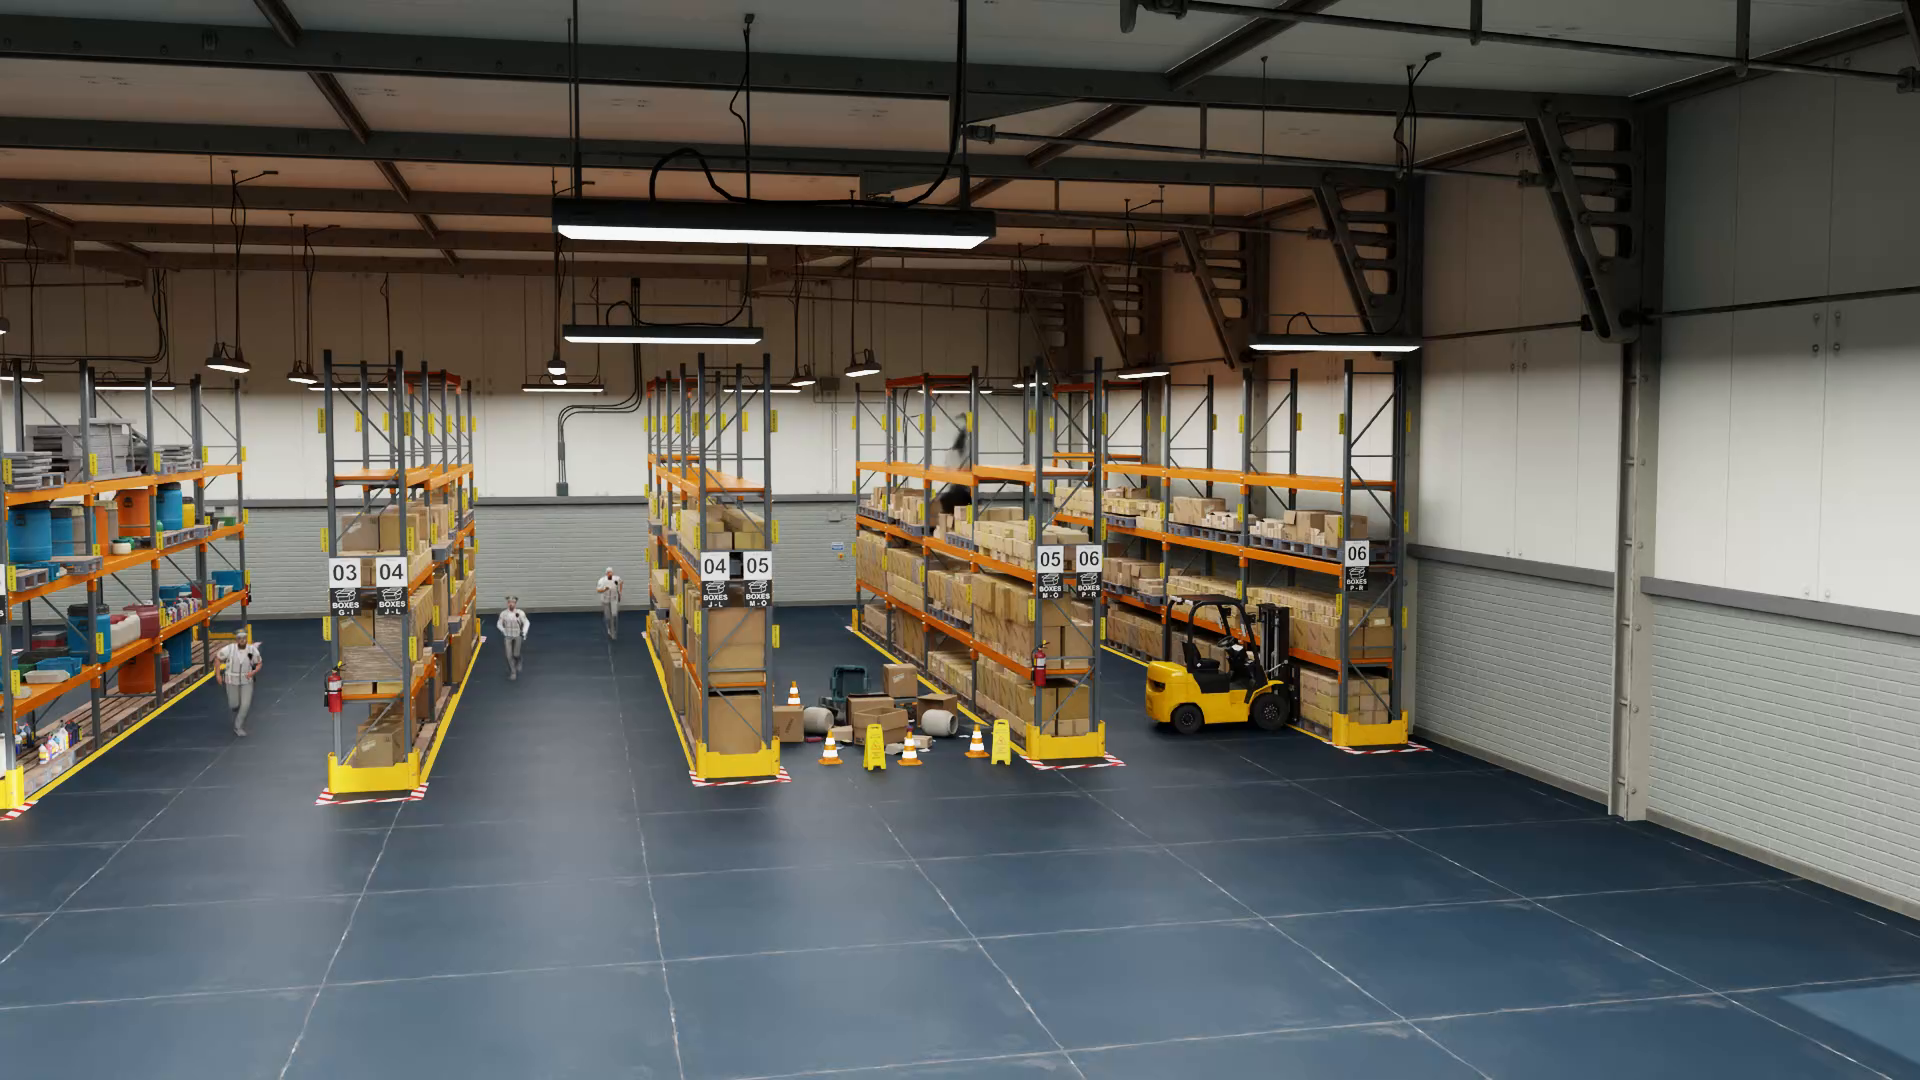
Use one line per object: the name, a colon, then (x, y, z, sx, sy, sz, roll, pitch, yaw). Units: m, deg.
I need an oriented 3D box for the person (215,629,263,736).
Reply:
person: (-11.647, 2.289, 26.878, 0.703, 1.739, 0.702, -2, 4, -27)

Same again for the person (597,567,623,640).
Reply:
person: (-8.194, 1.487, 38.951, 0.586, 1.730, 0.837, -1, 4, -9)

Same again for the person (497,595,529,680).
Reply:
person: (-8.793, 1.910, 32.684, 0.612, 1.658, 0.542, -1, 4, -8)
